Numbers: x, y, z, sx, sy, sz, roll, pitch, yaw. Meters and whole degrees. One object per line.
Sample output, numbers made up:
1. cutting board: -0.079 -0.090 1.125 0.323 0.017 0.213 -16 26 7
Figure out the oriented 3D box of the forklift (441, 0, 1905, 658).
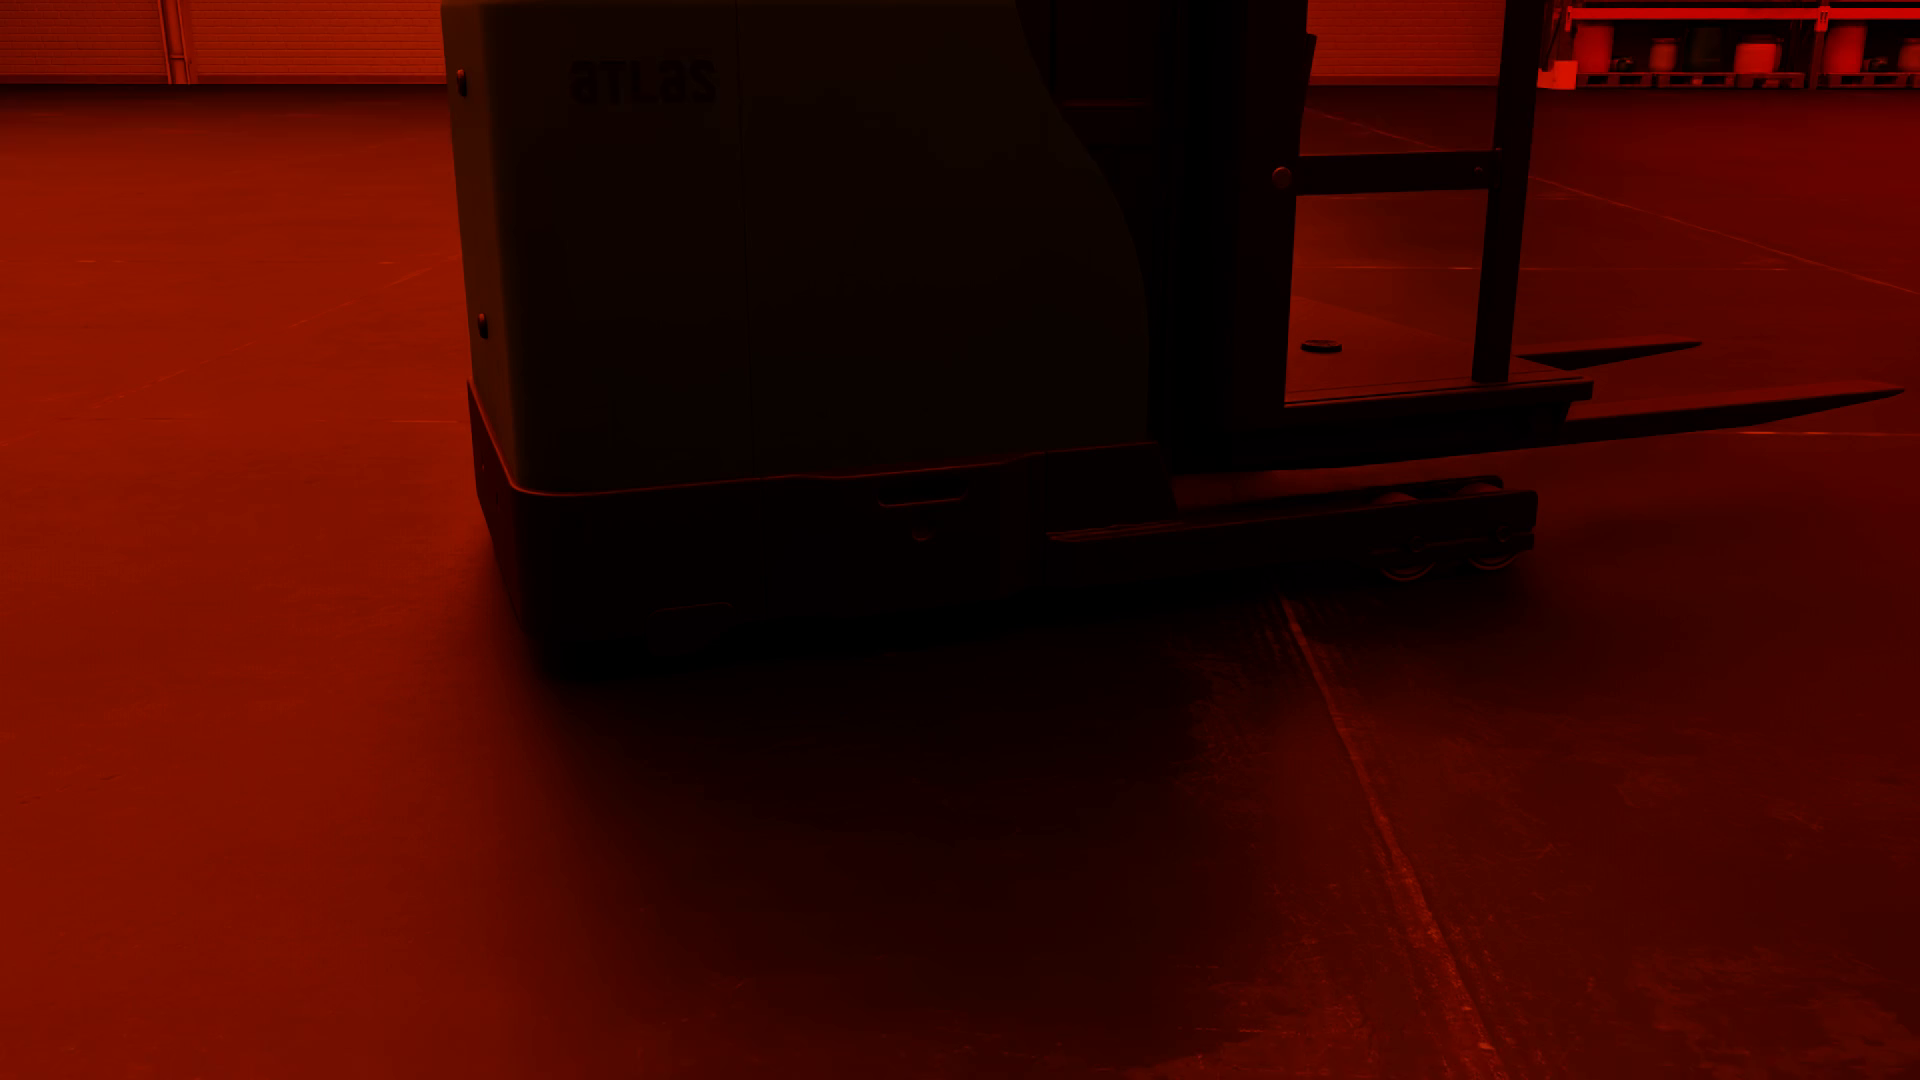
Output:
1. forklift: 0.571 -1.462 3.137 3.031 2.935 1.130 -6 18 -19
